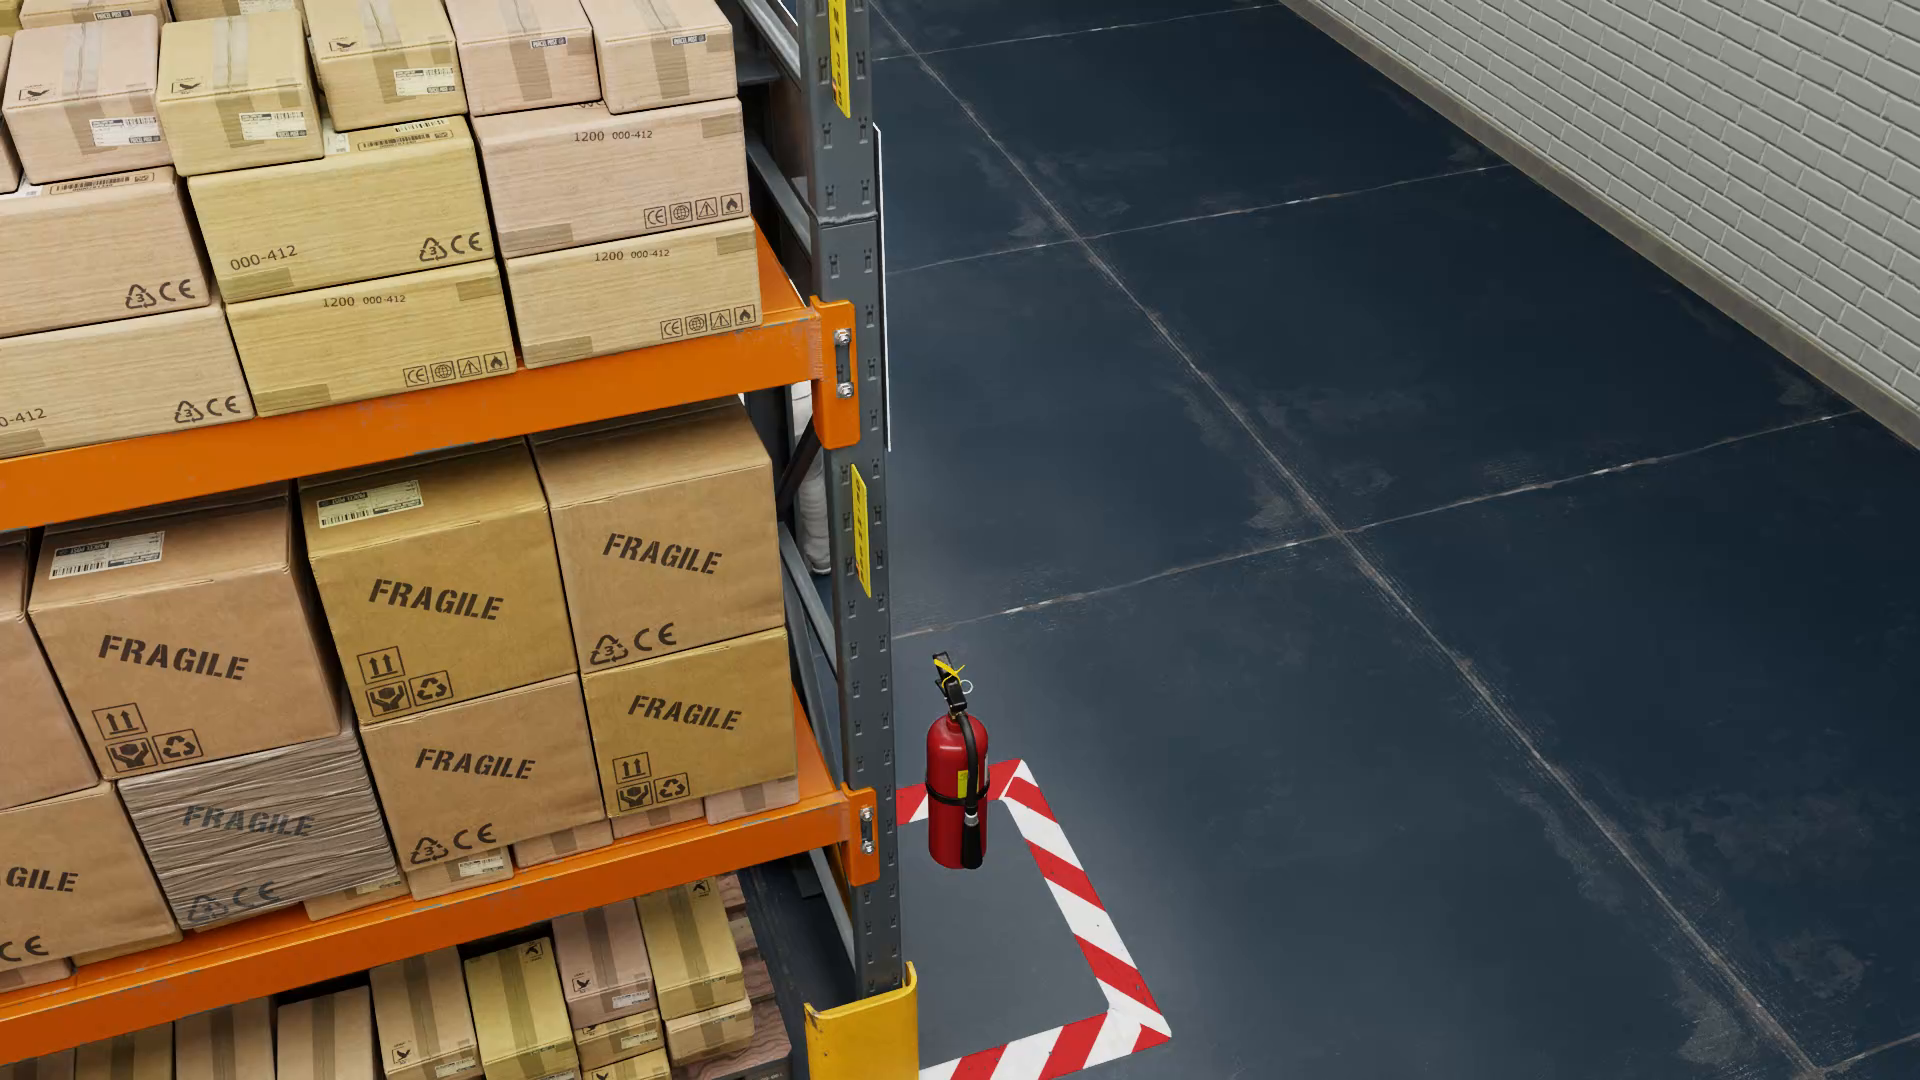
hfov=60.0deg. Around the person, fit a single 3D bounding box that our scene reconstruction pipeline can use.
[{"bbox_3d":[-0.789,-0.536,6.834,0.542,1.666,0.470,-13,40,-16],"label":"person"}]
